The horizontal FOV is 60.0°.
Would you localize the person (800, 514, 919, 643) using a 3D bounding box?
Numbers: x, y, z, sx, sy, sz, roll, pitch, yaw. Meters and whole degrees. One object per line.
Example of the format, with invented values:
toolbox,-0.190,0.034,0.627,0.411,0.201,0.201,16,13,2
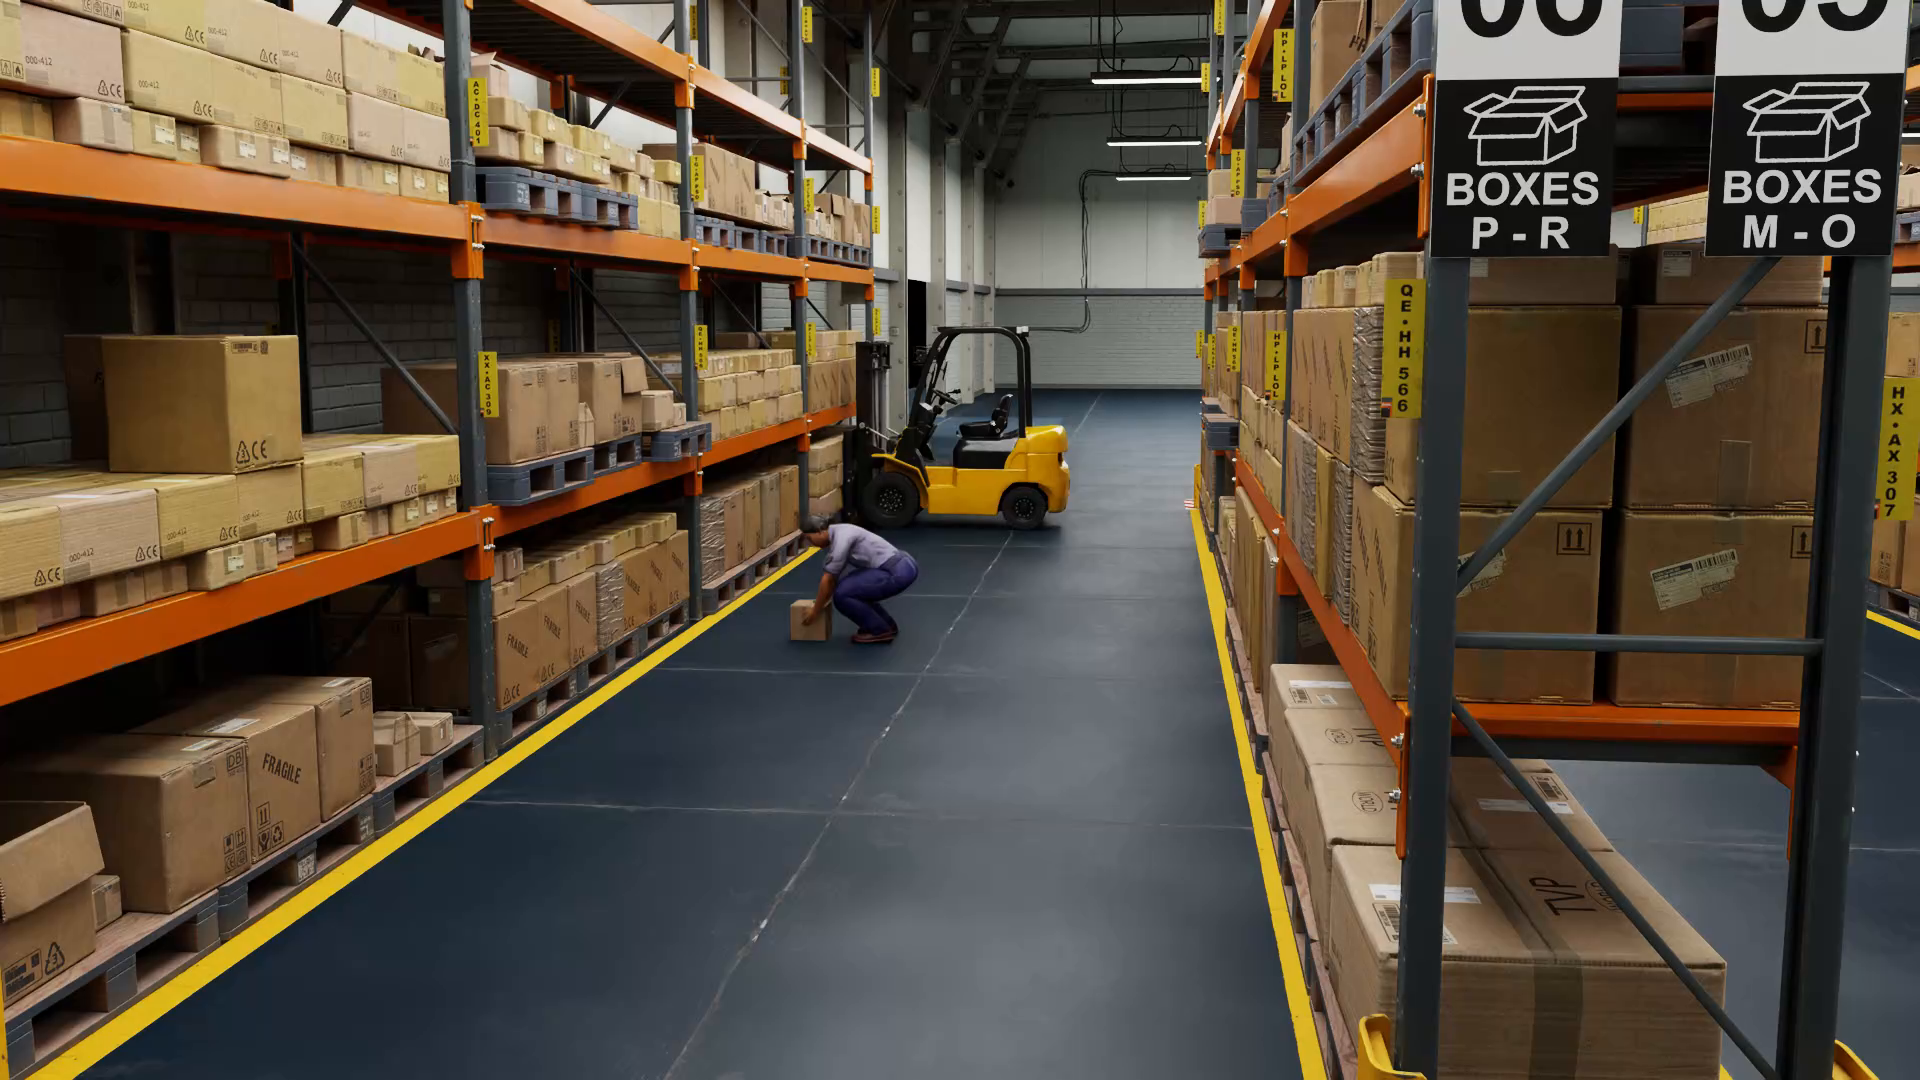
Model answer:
person,-0.712,0.261,11.748,0.822,0.899,0.526,1,8,6
